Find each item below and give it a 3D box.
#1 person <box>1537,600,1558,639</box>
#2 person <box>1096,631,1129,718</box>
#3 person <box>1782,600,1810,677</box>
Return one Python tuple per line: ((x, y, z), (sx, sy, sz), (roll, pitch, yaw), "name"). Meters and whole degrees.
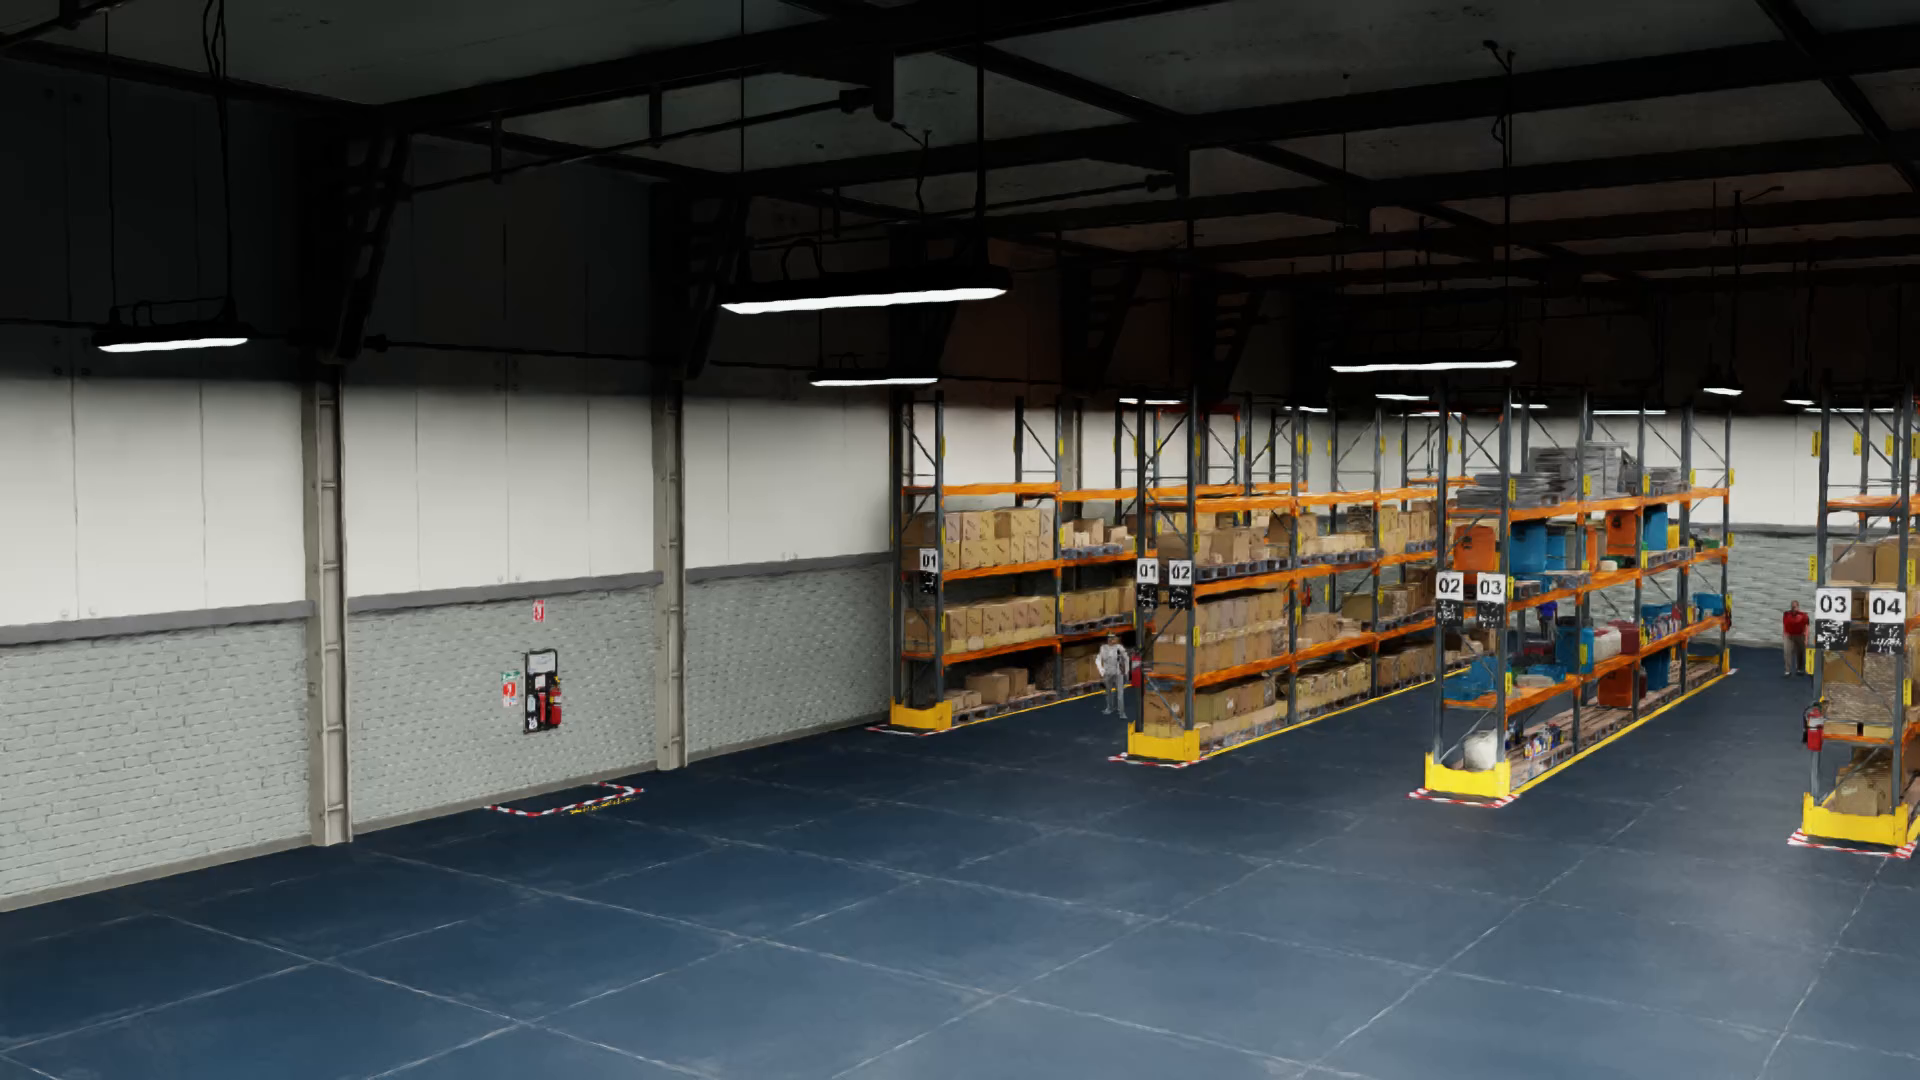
((14.232, 1.928, 40.316), (0.470, 1.571, 1.060), (2, 4, 26), "person")
((2.844, 2.455, 30.758), (0.630, 1.608, 0.811), (1, 3, 18), "person")
((18.140, 2.133, 36.101), (0.556, 1.666, 1.040), (2, 4, 34), "person")
